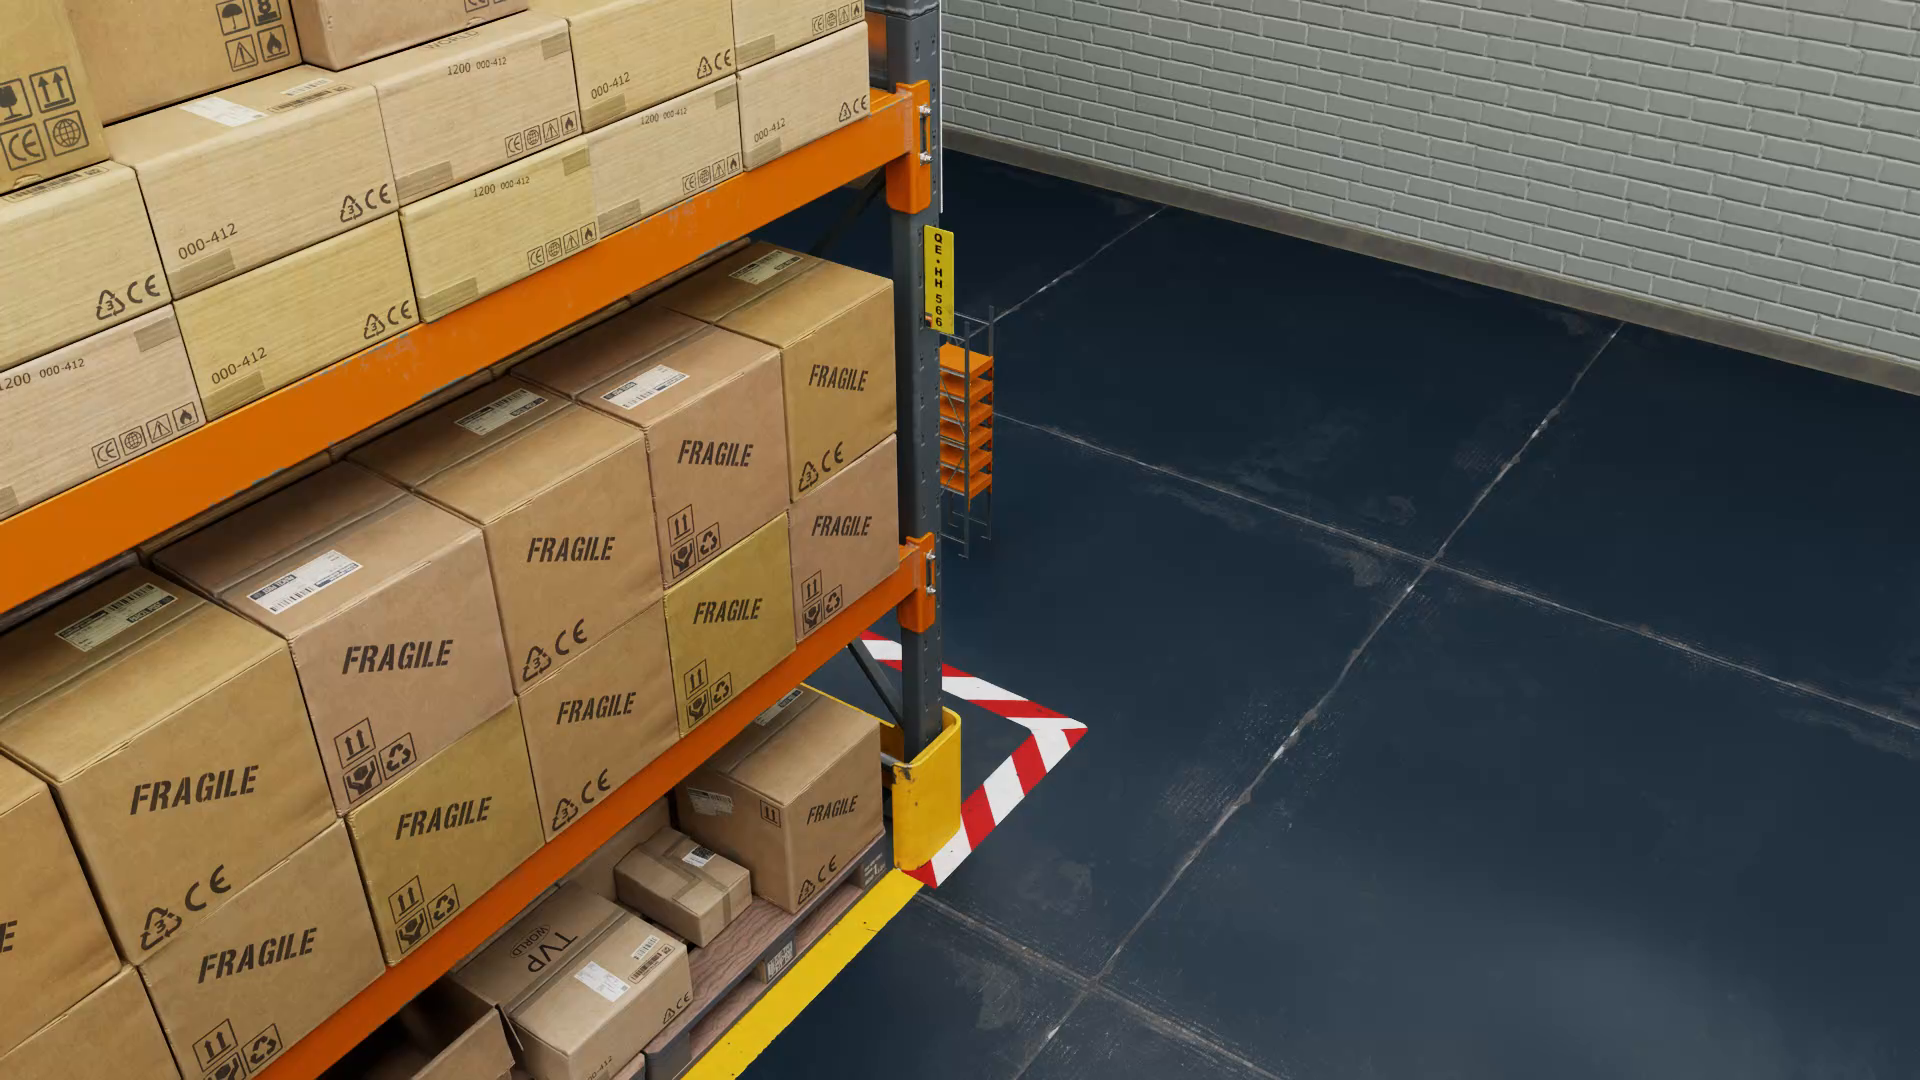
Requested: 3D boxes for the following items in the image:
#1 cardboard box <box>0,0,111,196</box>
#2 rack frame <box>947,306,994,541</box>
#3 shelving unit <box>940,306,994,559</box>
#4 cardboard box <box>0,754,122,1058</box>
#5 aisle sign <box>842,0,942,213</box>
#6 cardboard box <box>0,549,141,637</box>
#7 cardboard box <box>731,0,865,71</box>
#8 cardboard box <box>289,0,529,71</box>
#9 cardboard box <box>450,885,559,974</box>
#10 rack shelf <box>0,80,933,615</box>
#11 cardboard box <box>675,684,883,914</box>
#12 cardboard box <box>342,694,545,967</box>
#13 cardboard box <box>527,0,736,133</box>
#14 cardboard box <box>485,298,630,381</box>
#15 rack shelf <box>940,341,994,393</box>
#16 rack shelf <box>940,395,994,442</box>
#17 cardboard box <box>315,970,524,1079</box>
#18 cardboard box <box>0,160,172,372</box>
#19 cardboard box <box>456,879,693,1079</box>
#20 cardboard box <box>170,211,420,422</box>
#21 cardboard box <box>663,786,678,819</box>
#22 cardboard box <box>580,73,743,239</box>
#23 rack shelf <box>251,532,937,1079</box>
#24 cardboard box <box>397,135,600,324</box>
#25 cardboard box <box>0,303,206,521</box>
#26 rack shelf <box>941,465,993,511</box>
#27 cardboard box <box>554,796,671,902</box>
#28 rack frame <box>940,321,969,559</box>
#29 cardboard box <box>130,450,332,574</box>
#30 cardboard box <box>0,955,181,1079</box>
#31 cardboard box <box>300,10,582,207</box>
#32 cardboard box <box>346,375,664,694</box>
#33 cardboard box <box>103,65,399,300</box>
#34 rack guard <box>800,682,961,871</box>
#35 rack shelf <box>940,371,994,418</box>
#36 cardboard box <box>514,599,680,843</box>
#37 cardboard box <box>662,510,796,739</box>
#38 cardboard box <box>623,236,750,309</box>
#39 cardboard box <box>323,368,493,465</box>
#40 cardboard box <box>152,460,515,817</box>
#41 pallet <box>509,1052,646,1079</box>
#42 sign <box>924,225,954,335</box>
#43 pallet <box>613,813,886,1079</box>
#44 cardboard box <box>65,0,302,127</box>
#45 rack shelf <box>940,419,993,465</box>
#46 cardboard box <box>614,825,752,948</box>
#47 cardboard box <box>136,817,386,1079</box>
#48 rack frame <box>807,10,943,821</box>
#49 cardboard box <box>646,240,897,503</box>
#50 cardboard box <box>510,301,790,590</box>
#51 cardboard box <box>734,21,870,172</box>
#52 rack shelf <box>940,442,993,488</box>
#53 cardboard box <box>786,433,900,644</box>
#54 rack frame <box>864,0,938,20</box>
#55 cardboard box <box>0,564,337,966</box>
[{"bbox_3d":[-1.859,-0.847,2.666,0.700,0.500,0.500,21,39,28],"label":"cardboard box"},{"bbox_3d":[0.044,-0.532,7.466,0.240,1.200,0.006,21,39,28],"label":"rack frame"},{"bbox_3d":[-0.008,-0.490,7.404,0.258,1.200,0.189,21,39,28],"label":"shelving unit"},{"bbox_3d":[-1.993,0.684,3.079,0.500,0.500,0.500,20,39,27],"label":"cardboard box"},{"bbox_3d":[-0.215,-1.347,4.744,0.394,0.787,0.004,21,39,28],"label":"aisle sign"},{"bbox_3d":[-2.133,0.264,3.700,0.500,0.500,0.500,22,40,29],"label":"cardboard box"},{"bbox_3d":[-0.589,-1.407,4.162,0.500,0.250,0.500,21,39,28],"label":"cardboard box"},{"bbox_3d":[-1.337,-1.326,3.374,0.700,0.500,0.500,21,39,28],"label":"cardboard box"},{"bbox_3d":[-1.619,1.240,5.301,0.500,0.250,0.500,21,39,28],"label":"cardboard box"},{"bbox_3d":[-1.646,-0.361,3.571,1.077,0.370,4.000,21,39,28],"label":"rack shelf"},{"bbox_3d":[-0.613,0.845,5.661,0.500,0.500,0.500,21,39,28],"label":"cardboard box"},{"bbox_3d":[-1.407,0.614,4.075,0.500,0.500,0.500,21,39,28],"label":"cardboard box"},{"bbox_3d":[-0.874,-1.176,3.822,0.500,0.250,0.500,21,39,28],"label":"cardboard box"},{"bbox_3d":[-1.267,-0.430,4.726,0.500,0.500,0.500,22,40,29],"label":"cardboard box"},{"bbox_3d":[-0.008,-0.752,7.227,0.258,0.103,0.180,21,39,28],"label":"rack shelf"},{"bbox_3d":[-0.008,-0.553,7.362,0.258,0.103,0.180,21,39,28],"label":"rack shelf"},{"bbox_3d":[-1.719,1.489,4.706,0.797,0.503,0.637,21,39,28],"label":"cardboard box"},{"bbox_3d":[-1.727,-0.485,2.800,0.500,0.250,0.500,21,39,28],"label":"cardboard box"},{"bbox_3d":[-1.180,1.376,5.099,0.500,0.250,0.500,21,39,28],"label":"cardboard box"},{"bbox_3d":[-1.449,-0.511,3.284,0.500,0.250,0.500,21,39,28],"label":"cardboard box"},{"bbox_3d":[-1.169,0.852,5.948,0.380,0.166,0.250,21,39,28],"label":"cardboard box"},{"bbox_3d":[-0.876,-0.970,3.963,0.500,0.250,0.500,21,39,28],"label":"cardboard box"},{"bbox_3d":[-1.646,0.881,4.411,1.077,0.370,4.000,21,39,28],"label":"rack shelf"},{"bbox_3d":[-1.150,-0.736,3.617,0.500,0.250,0.500,21,39,28],"label":"cardboard box"},{"bbox_3d":[-1.731,-0.280,2.942,0.500,0.250,0.500,21,39,28],"label":"cardboard box"},{"bbox_3d":[-0.008,-0.255,7.563,0.258,0.103,0.180,21,39,28],"label":"rack shelf"},{"bbox_3d":[-1.334,1.010,5.641,0.500,0.250,0.500,21,39,28],"label":"cardboard box"},{"bbox_3d":[-0.060,-0.448,7.342,0.240,1.200,0.006,21,39,28],"label":"rack frame"},{"bbox_3d":[-1.845,0.033,4.041,0.500,0.500,0.500,21,39,28],"label":"cardboard box"},{"bbox_3d":[-1.983,1.078,3.389,0.500,0.500,0.500,22,40,29],"label":"cardboard box"},{"bbox_3d":[-1.162,-0.948,3.483,0.500,0.250,0.500,21,39,28],"label":"cardboard box"},{"bbox_3d":[-1.113,-0.027,4.130,0.500,0.500,0.500,22,40,29],"label":"cardboard box"},{"bbox_3d":[-1.442,-0.715,3.140,0.500,0.250,0.500,21,39,28],"label":"cardboard box"},{"bbox_3d":[-0.549,0.733,6.219,1.175,0.500,0.348,21,39,28],"label":"rack guard"},{"bbox_3d":[-0.008,-0.652,7.294,0.258,0.103,0.180,21,39,28],"label":"rack shelf"},{"bbox_3d":[-1.119,0.382,4.418,0.500,0.500,0.500,22,40,29],"label":"cardboard box"},{"bbox_3d":[-0.830,0.155,4.755,0.500,0.500,0.500,22,40,29],"label":"cardboard box"},{"bbox_3d":[-0.975,-0.673,5.085,0.500,0.500,0.500,23,40,30],"label":"cardboard box"},{"bbox_3d":[-1.556,-0.201,4.388,0.500,0.500,0.500,22,40,29],"label":"cardboard box"},{"bbox_3d":[-1.406,0.209,3.781,0.500,0.500,0.500,23,40,30],"label":"cardboard box"},{"bbox_3d":[-1.699,1.780,4.930,1.003,0.211,1.213,21,39,28],"label":"pallet"},{"bbox_3d":[-0.061,-0.761,4.882,0.100,0.325,0.005,21,39,28],"label":"sign"},{"bbox_3d":[-1.003,1.220,5.757,1.003,0.211,1.213,21,39,28],"label":"pallet"},{"bbox_3d":[-1.699,-1.126,3.078,0.700,0.500,0.500,21,39,28],"label":"cardboard box"},{"bbox_3d":[-0.008,-0.454,7.429,0.258,0.103,0.180,21,39,28],"label":"rack shelf"},{"bbox_3d":[-0.918,1.141,5.522,0.380,0.166,0.250,21,39,28],"label":"cardboard box"},{"bbox_3d":[-1.695,0.849,3.728,0.500,0.500,0.500,21,39,28],"label":"cardboard box"},{"bbox_3d":[-0.506,-0.337,5.571,1.000,3.000,0.127,21,39,28],"label":"rack frame"},{"bbox_3d":[-0.534,-0.500,4.830,0.500,0.500,0.500,21,39,28],"label":"cardboard box"},{"bbox_3d":[-0.821,-0.267,4.486,0.500,0.500,0.500,22,40,29],"label":"cardboard box"},{"bbox_3d":[-0.582,-1.197,4.298,0.500,0.250,0.500,21,39,28],"label":"cardboard box"},{"bbox_3d":[-0.008,-0.354,7.496,0.258,0.103,0.180,21,39,28],"label":"rack shelf"},{"bbox_3d":[-0.537,-0.085,5.109,0.500,0.500,0.500,23,40,30],"label":"cardboard box"},{"bbox_3d":[-0.506,-2.822,3.890,1.000,3.000,0.127,21,39,28],"label":"rack frame"},{"bbox_3d":[-1.699,0.447,3.429,0.500,0.500,0.500,20,39,27],"label":"cardboard box"}]
